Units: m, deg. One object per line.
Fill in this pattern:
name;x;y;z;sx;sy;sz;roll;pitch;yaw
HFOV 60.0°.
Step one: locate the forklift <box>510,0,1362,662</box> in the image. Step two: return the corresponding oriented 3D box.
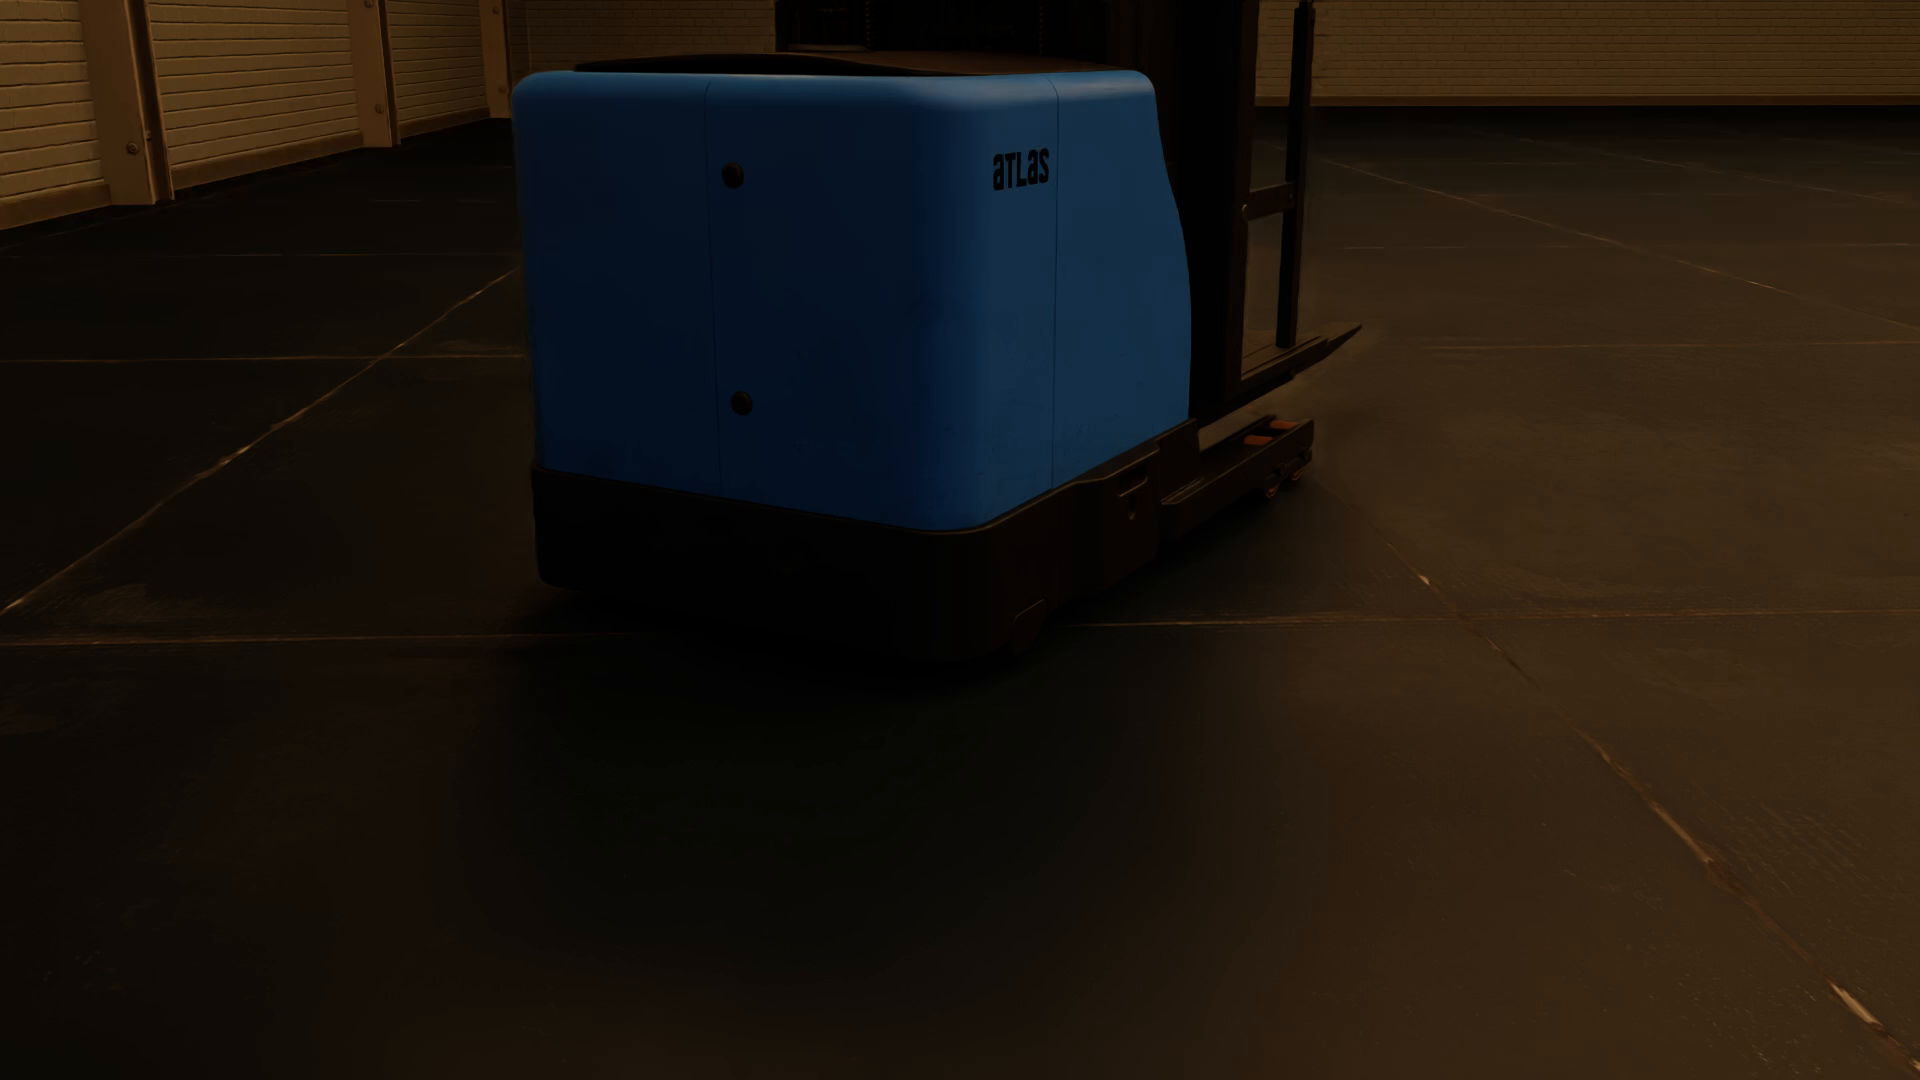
forklift;0.289;-1.564;4.022;1.130;2.935;3.031;9;19;28
